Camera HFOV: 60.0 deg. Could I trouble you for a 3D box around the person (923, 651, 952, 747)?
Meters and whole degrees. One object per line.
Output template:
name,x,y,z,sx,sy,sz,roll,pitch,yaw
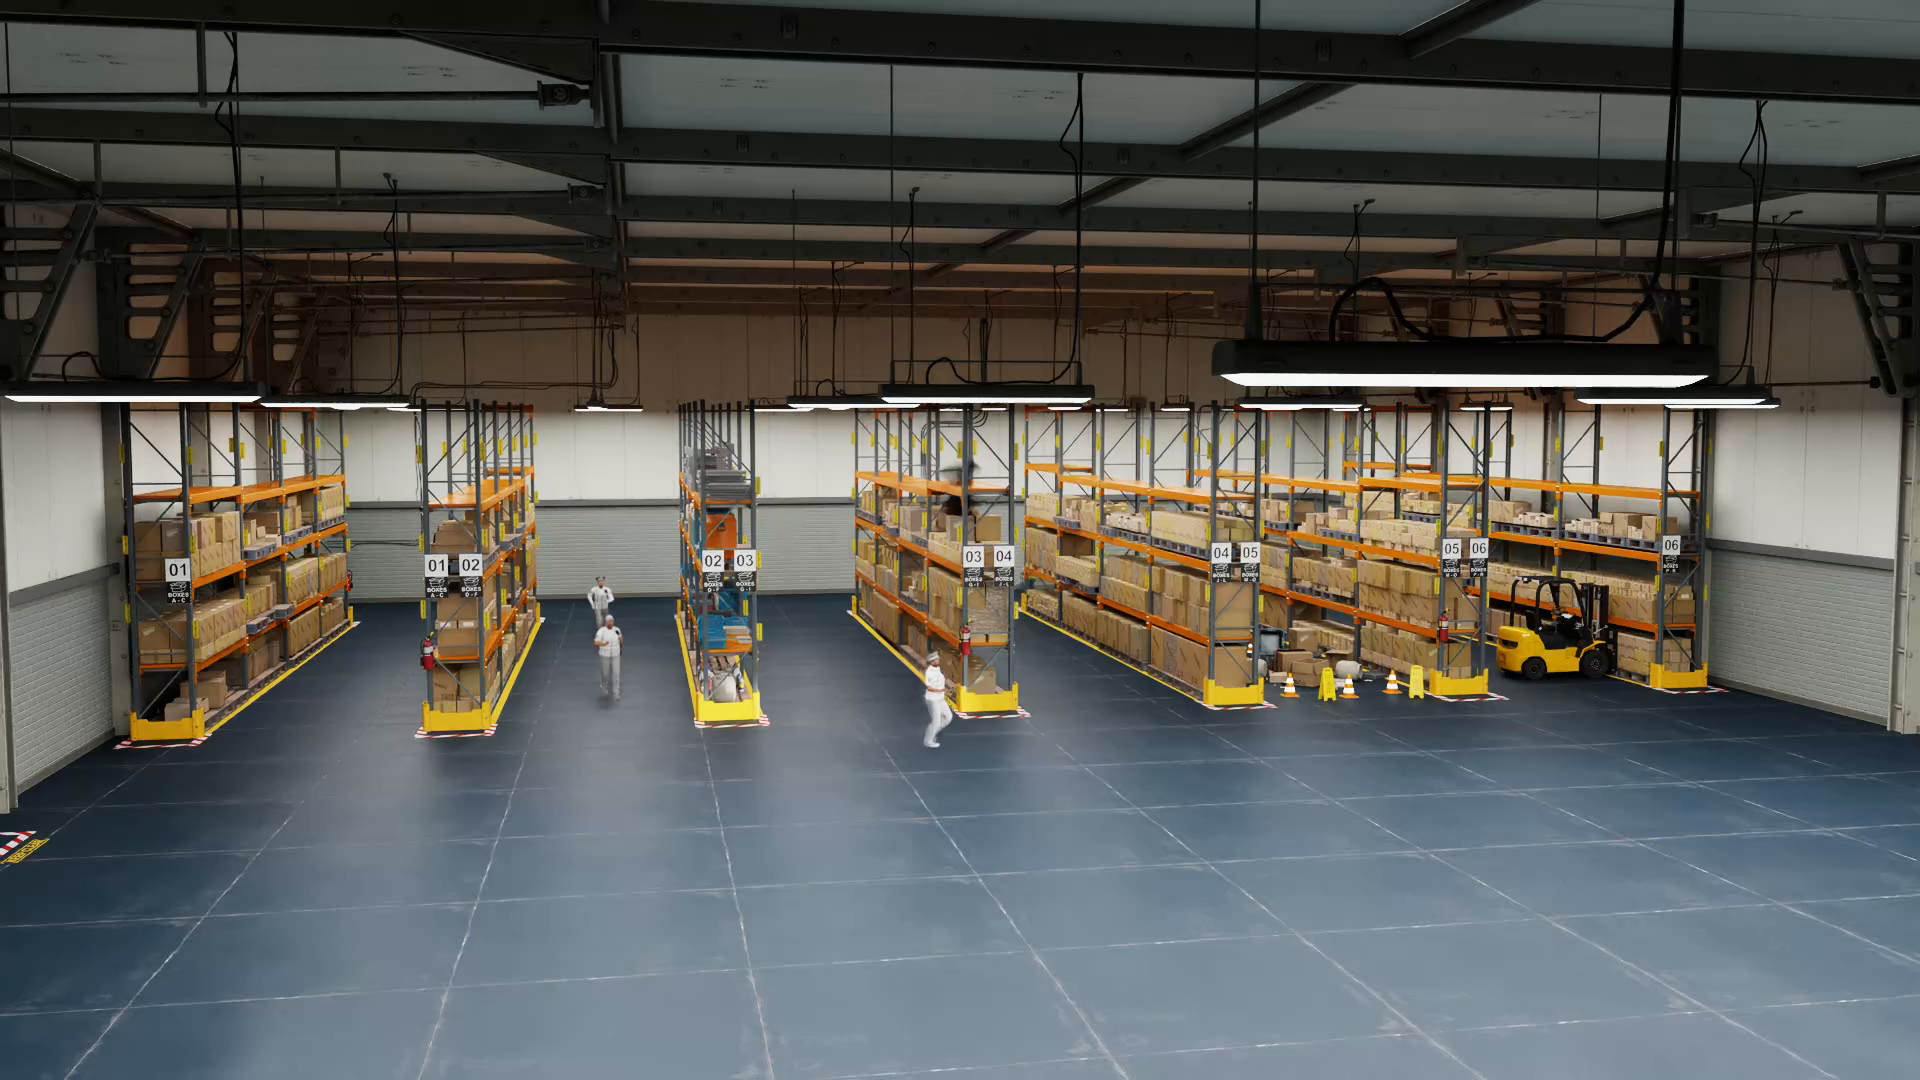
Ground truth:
person,-0.361,2.729,28.539,0.559,1.658,0.564,2,5,20

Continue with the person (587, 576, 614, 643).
person,-8.918,1.741,41.348,0.619,1.723,0.782,-2,5,-21

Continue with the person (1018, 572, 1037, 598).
person,2.073,1.107,49.740,0.643,1.697,0.727,0,4,-3

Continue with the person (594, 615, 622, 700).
person,-7.050,2.338,33.420,0.583,1.663,0.913,-2,5,-22
